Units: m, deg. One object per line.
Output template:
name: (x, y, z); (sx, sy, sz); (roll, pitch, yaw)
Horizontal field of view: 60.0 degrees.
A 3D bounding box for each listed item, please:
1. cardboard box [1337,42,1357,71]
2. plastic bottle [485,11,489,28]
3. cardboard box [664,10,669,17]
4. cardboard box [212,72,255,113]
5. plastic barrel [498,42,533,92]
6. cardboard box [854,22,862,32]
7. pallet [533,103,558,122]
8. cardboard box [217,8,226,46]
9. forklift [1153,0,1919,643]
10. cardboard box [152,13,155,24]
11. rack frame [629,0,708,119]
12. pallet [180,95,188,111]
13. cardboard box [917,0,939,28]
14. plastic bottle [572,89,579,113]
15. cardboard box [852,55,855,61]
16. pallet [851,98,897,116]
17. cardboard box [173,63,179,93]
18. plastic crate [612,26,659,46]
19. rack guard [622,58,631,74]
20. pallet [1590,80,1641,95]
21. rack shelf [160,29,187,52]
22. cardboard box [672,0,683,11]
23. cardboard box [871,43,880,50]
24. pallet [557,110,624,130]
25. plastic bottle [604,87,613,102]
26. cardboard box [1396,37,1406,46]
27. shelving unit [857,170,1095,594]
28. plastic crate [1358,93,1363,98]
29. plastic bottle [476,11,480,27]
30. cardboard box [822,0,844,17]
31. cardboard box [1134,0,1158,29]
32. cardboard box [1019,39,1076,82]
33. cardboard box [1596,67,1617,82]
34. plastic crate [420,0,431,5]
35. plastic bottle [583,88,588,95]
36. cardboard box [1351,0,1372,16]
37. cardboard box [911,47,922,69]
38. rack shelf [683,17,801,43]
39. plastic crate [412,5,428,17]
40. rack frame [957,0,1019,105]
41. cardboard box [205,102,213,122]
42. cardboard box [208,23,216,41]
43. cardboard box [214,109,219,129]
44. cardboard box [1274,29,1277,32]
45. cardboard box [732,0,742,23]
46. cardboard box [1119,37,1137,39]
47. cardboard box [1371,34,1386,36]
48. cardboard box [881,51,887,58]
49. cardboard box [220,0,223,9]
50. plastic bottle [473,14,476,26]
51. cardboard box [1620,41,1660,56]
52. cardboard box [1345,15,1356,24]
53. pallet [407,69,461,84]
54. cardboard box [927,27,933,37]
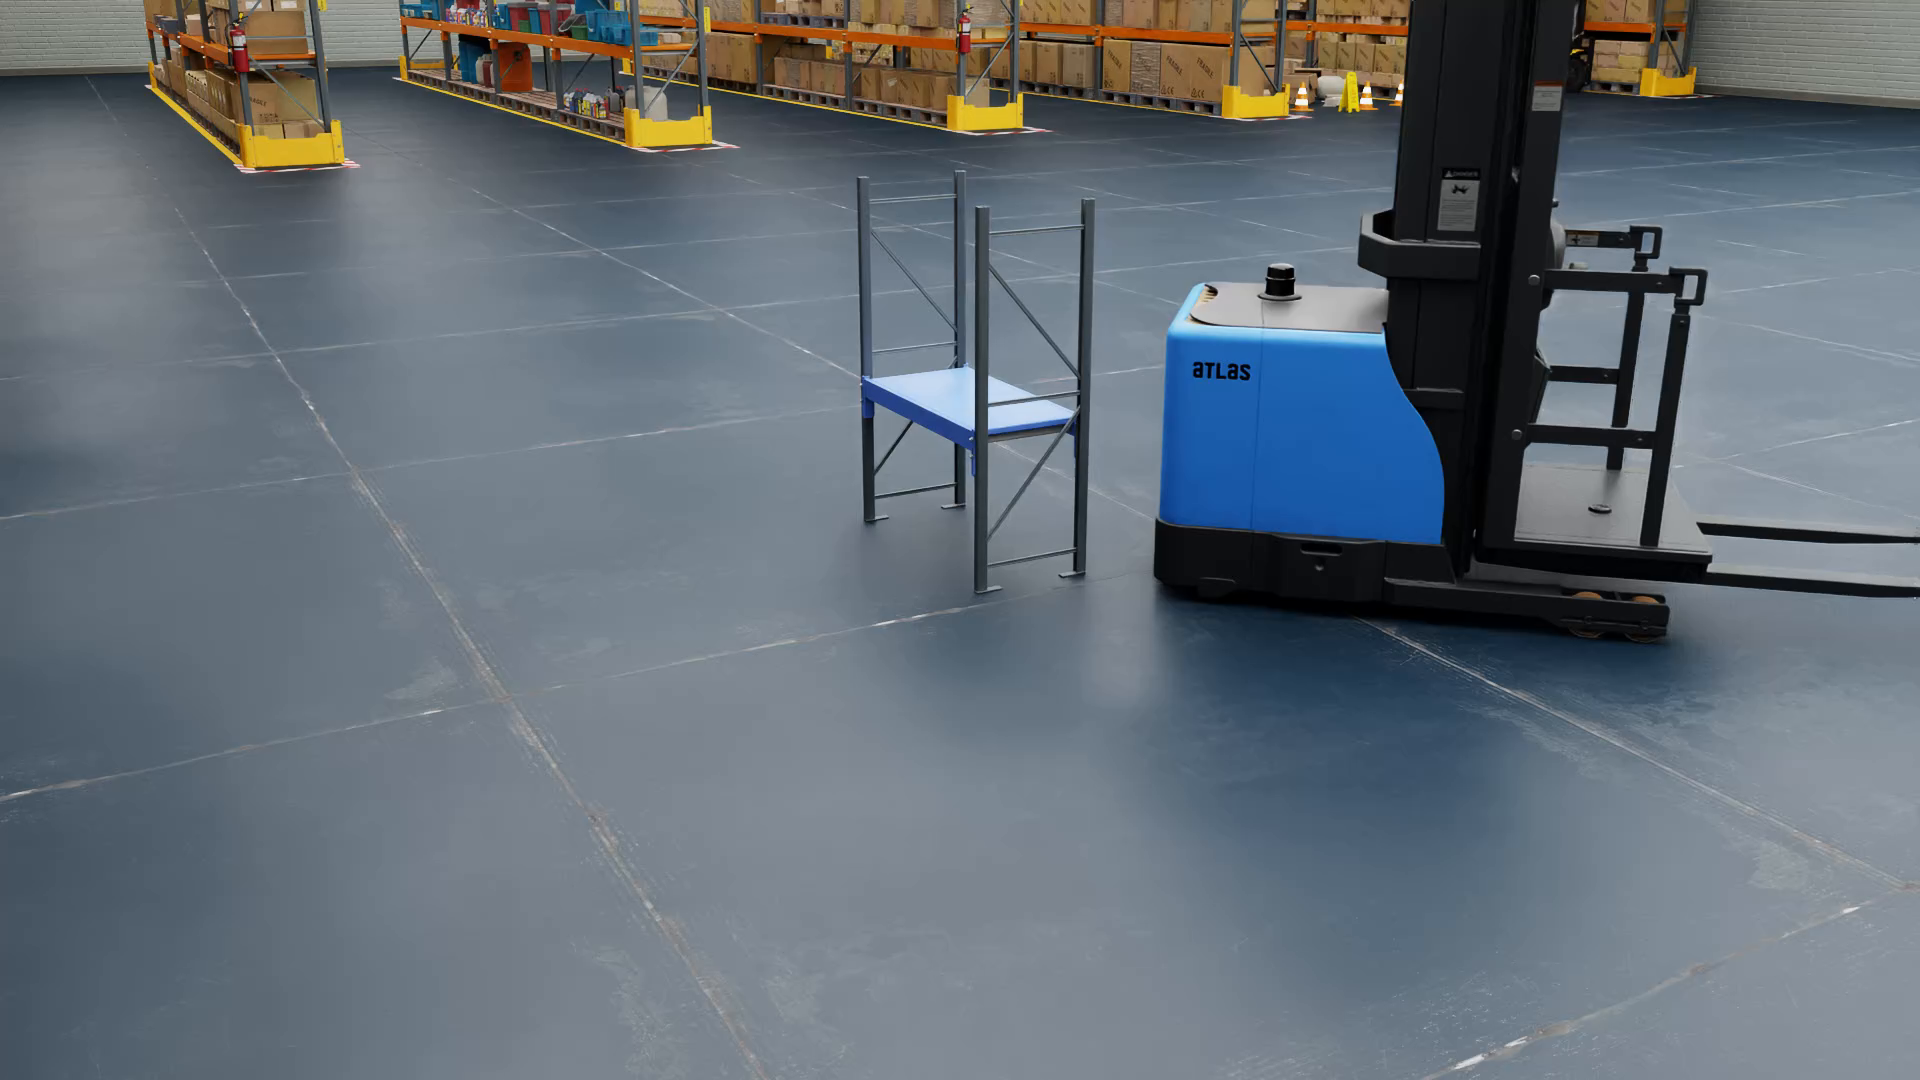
cardboard box: (7.548, -9.216, 31.663); (0.500, 0.500, 0.500); (-9, 21, -24)
plastic bottle: (-8.307, -9.167, 29.278); (0.061, 0.283, 0.133); (-10, 21, -27)
cardboard box: (-6.079, -11.227, 35.454); (0.380, 0.149, 0.250); (-10, 21, -26)
cardboard box: (-9.781, -6.042, 22.465); (0.500, 0.500, 0.500); (-10, 21, -27)
plastic barrel: (-7.987, -8.483, 29.798); (0.600, 0.830, 0.708); (-10, 21, -27)
cardboard box: (-1.536, -8.490, 27.523); (0.380, 0.149, 0.250); (-10, 21, -27)
pallet: (-6.247, -6.925, 26.877); (1.003, 0.211, 1.213); (-10, 21, -27)
cardboard box: (-9.728, -7.028, 22.747); (0.700, 0.500, 0.500); (-10, 22, -27)
forklift: (2.331, -1.203, 6.123); (3.031, 2.935, 1.130); (4, 20, 13)
cardboard box: (-14.955, -10.000, 31.360); (0.500, 0.500, 0.500); (-9, 21, -25)
rack frame: (-3.940, -6.876, 22.458); (1.000, 3.000, 0.127); (-10, 21, -27)
pallet: (-12.997, -7.658, 29.000); (1.003, 0.211, 1.213); (-10, 21, -27)
cardboard box: (-0.162, -8.118, 25.449); (0.875, 0.500, 0.500); (-10, 21, -27)
plastic bottle: (-5.822, -6.684, 25.288); (0.144, 0.351, 0.185); (-9, 21, -25)
cardboard box: (-2.454, -11.403, 39.305); (0.380, 0.149, 0.250); (-10, 21, -26)
pallet: (-1.131, -7.285, 27.921); (1.003, 0.211, 1.213); (-10, 21, -27)
cardboard box: (-13.491, -8.108, 29.187); (0.500, 0.500, 0.500); (-10, 21, -26)
plastic crate: (-4.441, -6.903, 22.765); (0.499, 0.251, 0.616); (-10, 21, -27)
rack guard: (-7.191, -11.061, 38.420); (1.175, 0.500, 0.348); (-10, 21, -27)
pallet: (13.106, -8.843, 32.433); (1.003, 0.211, 1.213); (-10, 21, -27)
rack shelf: (-13.050, -8.640, 28.674); (1.077, 0.370, 4.000); (-10, 21, -27)
cardboard box: (-5.721, -11.243, 34.890); (0.500, 0.250, 0.500); (-10, 22, -28)
cardboard box: (-1.810, -11.308, 38.119); (0.380, 0.149, 0.250); (-11, 22, -29)
pallet: (-5.558, -6.506, 25.663); (1.003, 0.211, 1.213); (-10, 21, -27)
plastic bottle: (-5.407, -6.817, 25.675); (0.144, 0.351, 0.185); (-10, 21, -27)
cardboard box: (8.180, -9.095, 30.317); (0.380, 0.149, 0.250); (-10, 21, -26)
shelving unit: (0.041, -0.684, 6.816); (0.538, 1.500, 1.048); (-10, 21, -27)
plastic crate: (7.264, -8.368, 31.260); (0.583, 0.080, 0.402); (16, 25, 39)
plastic bottle: (-8.640, -9.375, 29.900); (0.097, 0.271, 0.097); (0, 19, 0)
cardboard box: (-1.735, -9.523, 28.567); (1.000, 1.000, 1.000); (-10, 21, -26)
cardboard box: (3.552, -9.169, 28.876); (0.875, 0.550, 0.550); (-10, 21, -27)
cardboard box: (1.661, -9.374, 32.505); (1.050, 0.750, 0.750); (-10, 21, -26)
cardboard box: (12.777, -9.077, 32.408); (0.500, 0.250, 0.500); (-10, 21, -27)
plastic crate: (-11.215, -11.446, 35.559); (0.616, 0.435, 0.499); (-10, 21, -27)
plastic bottle: (-5.695, -6.706, 25.353); (0.144, 0.351, 0.185); (-10, 21, -27)
cardboard box: (7.690, -10.058, 31.071); (0.500, 0.500, 0.500); (-10, 21, -27)
cardboard box: (-0.749, -10.590, 36.412); (0.500, 0.500, 0.500); (-9, 21, -25)
rack shelf: (-4.330, -10.173, 33.118); (1.077, 0.370, 4.000); (-10, 21, -27)
plastic crate: (-11.085, -10.918, 34.338); (0.416, 0.233, 0.300); (-10, 21, -27)
rack frame: (0.418, -7.643, 24.682); (1.000, 3.000, 0.127); (-10, 21, -27)
cardboard box: (-10.653, -6.230, 24.160); (0.500, 0.250, 0.500); (-10, 22, -27)
cardboard box: (-10.780, -7.418, 24.236); (0.396, 0.266, 0.258); (-11, 22, -28)
cardboard box: (-10.015, -5.832, 23.005); (0.500, 0.250, 0.500); (-10, 21, -27)
cardboard box: (7.944, -12.504, 40.964); (0.380, 0.149, 0.250); (-11, 22, -28)
cardboard box: (-4.064, -10.234, 32.037); (0.500, 0.500, 0.500); (-10, 22, -27)
cardboard box: (4.242, -11.393, 38.163); (0.875, 0.875, 0.875); (-9, 21, -25)
cardboard box: (9.734, -11.766, 38.824); (0.380, 0.149, 0.250); (-9, 21, -24)
cardboard box: (-1.578, -11.009, 37.709); (0.380, 0.149, 0.250); (-11, 22, -29)
cardboard box: (-9.505, -7.060, 21.846); (0.380, 0.149, 0.250); (-10, 21, -27)
plastic bottle: (-8.779, -9.426, 30.154); (0.097, 0.201, 0.097); (0, 19, 0)
cardboard box: (13.013, -9.403, 31.821); (0.500, 0.250, 0.500); (-9, 21, -25)
cardboard box: (7.513, -9.855, 31.477); (0.380, 0.149, 0.250); (-9, 21, -25)
pallet: (-11.181, -9.908, 35.520); (1.003, 0.211, 1.213); (-10, 21, -27)
cardboard box: (-0.286, -7.784, 25.475); (0.380, 0.149, 0.250); (-10, 21, -27)
